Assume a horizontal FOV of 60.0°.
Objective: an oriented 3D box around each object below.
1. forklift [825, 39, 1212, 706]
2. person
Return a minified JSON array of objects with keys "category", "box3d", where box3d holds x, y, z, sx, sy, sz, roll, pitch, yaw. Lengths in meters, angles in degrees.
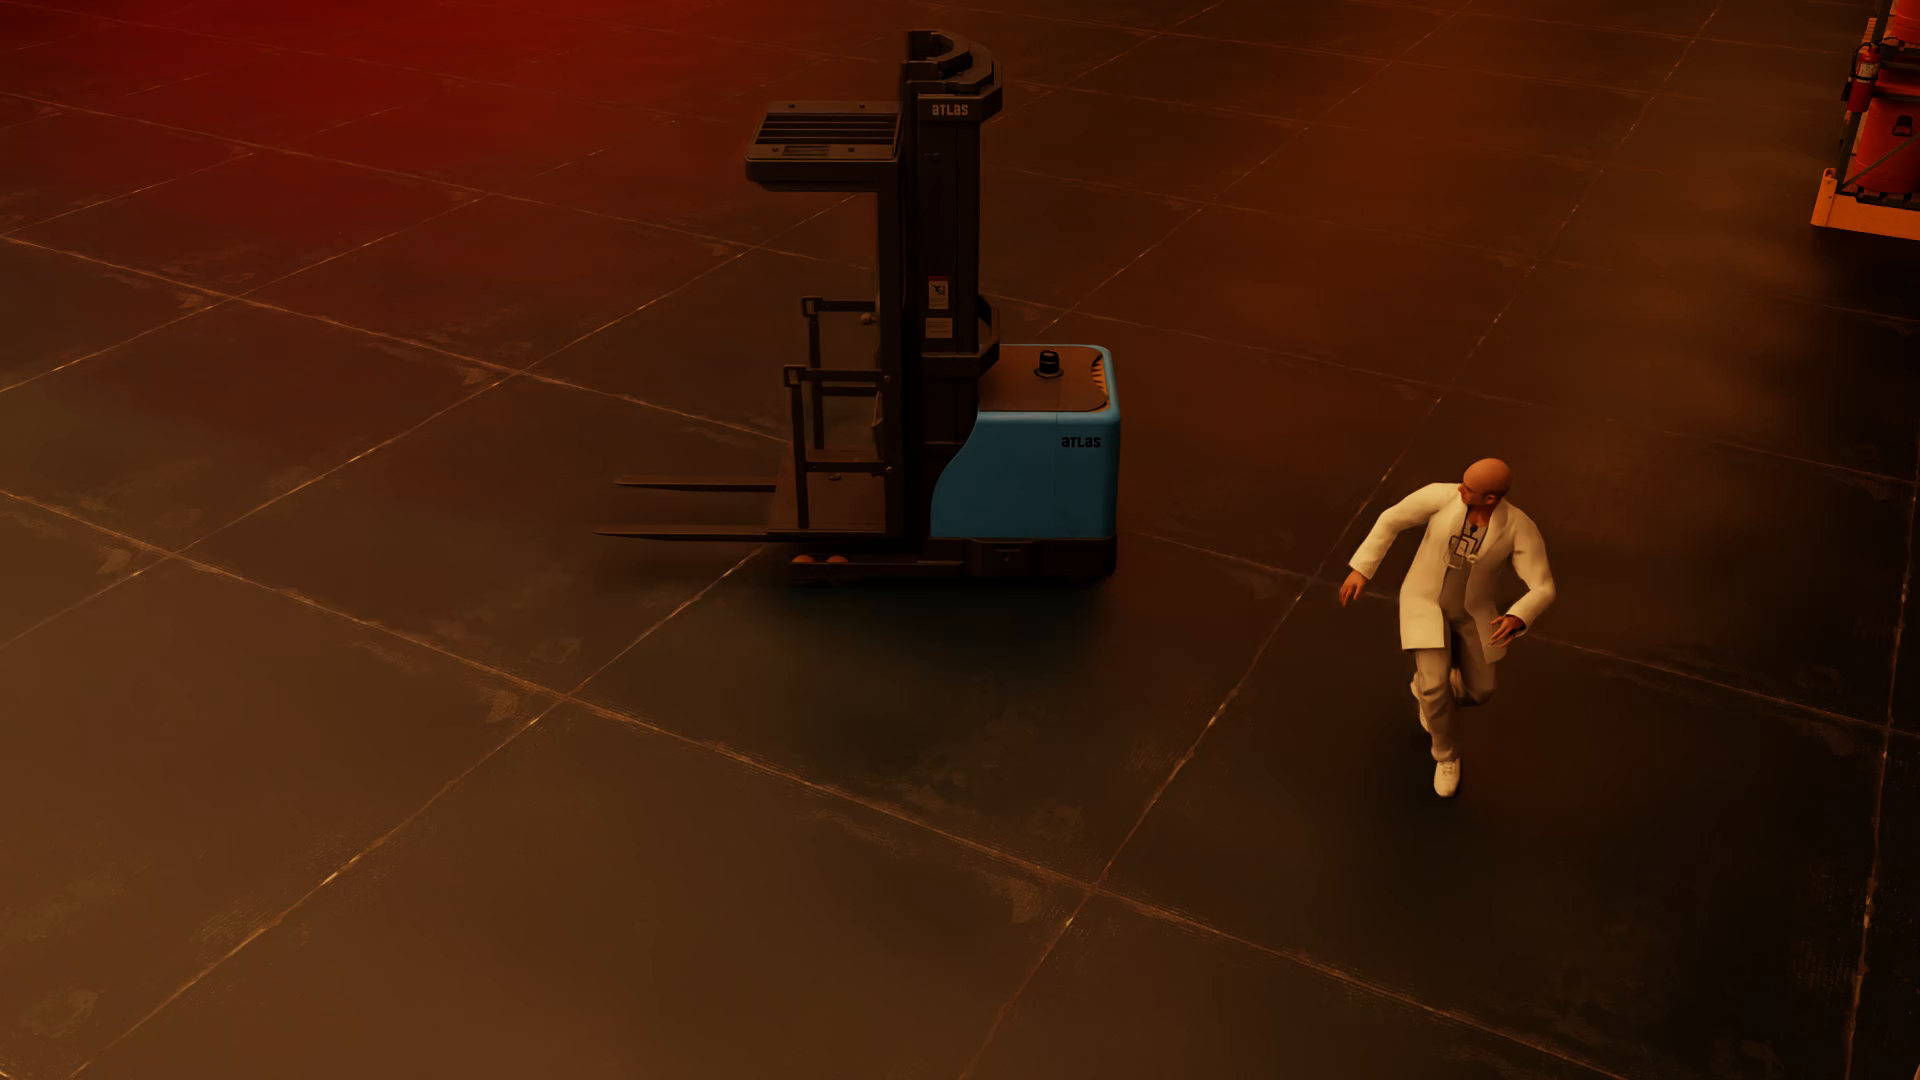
[{"category":"forklift","box3d":[0.293,-1.015,8.830,1.130,2.935,3.031,-14,33,-23]},{"category":"person","box3d":[2.498,0.361,7.584,0.695,1.776,0.582,17,34,27]}]
